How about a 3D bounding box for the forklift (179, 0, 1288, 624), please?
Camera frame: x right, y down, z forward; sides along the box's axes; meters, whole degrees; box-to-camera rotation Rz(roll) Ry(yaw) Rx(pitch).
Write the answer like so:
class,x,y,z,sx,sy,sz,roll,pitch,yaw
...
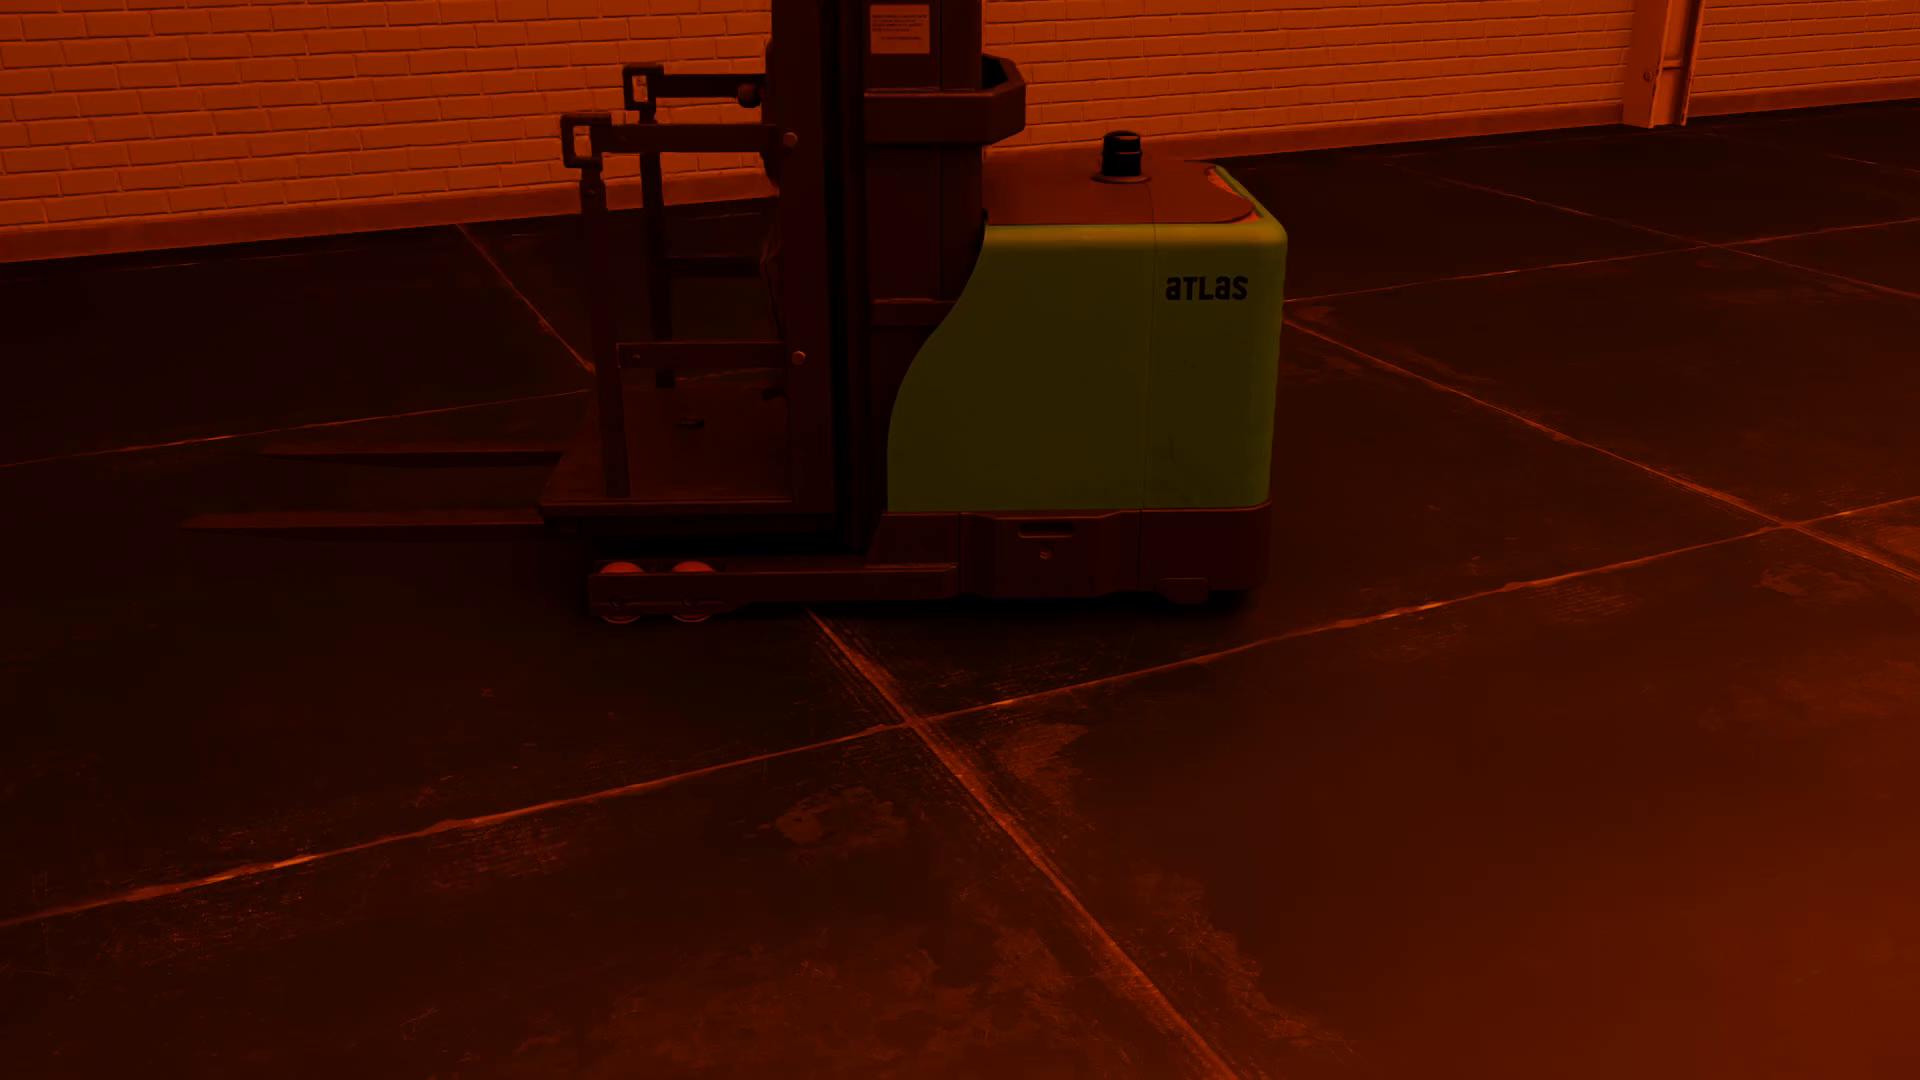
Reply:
class,x,y,z,sx,sy,sz,roll,pitch,yaw
forklift,-0.666,-1.330,4.489,3.031,2.935,1.130,-1,23,-2
